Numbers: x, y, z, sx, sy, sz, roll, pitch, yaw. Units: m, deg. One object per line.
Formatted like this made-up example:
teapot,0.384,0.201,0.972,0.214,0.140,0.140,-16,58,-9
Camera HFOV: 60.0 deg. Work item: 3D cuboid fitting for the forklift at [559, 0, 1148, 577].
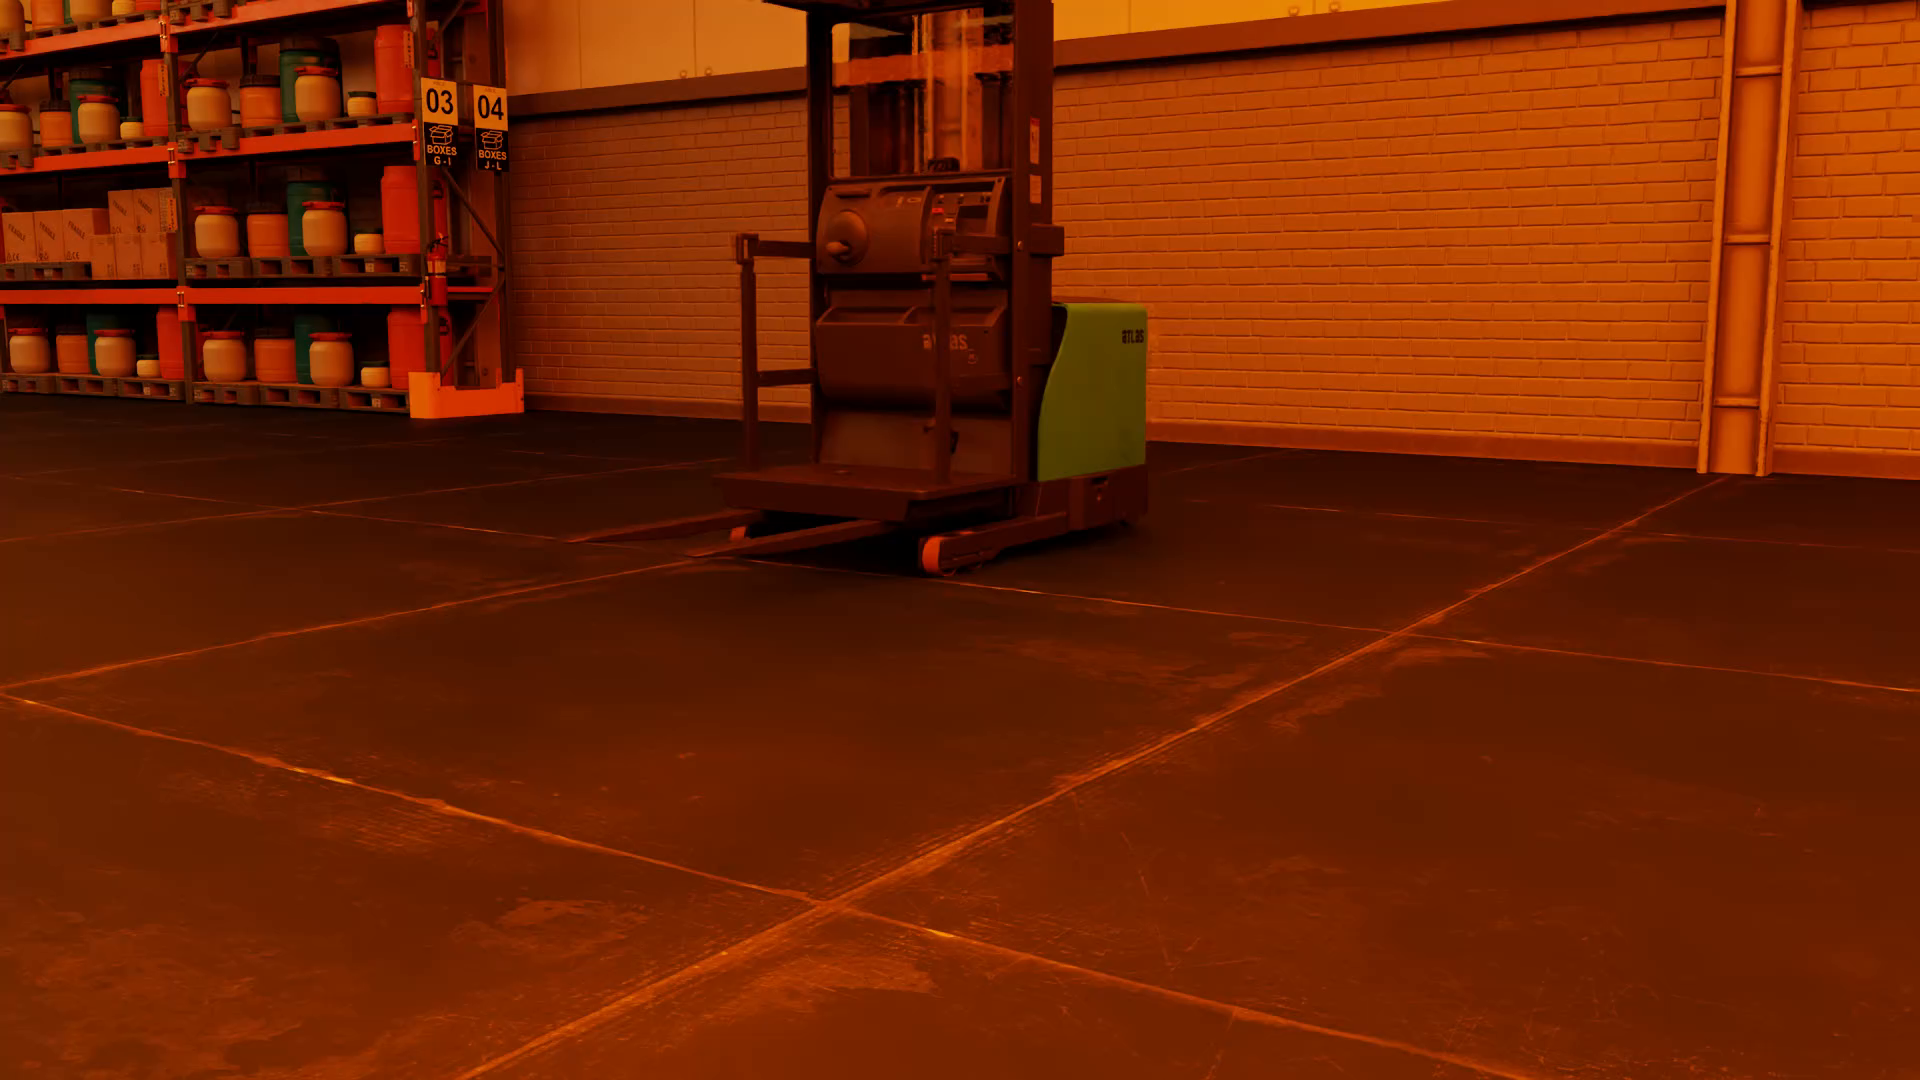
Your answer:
forklift,-0.333,-1.379,6.889,1.130,2.935,3.031,5,10,33
